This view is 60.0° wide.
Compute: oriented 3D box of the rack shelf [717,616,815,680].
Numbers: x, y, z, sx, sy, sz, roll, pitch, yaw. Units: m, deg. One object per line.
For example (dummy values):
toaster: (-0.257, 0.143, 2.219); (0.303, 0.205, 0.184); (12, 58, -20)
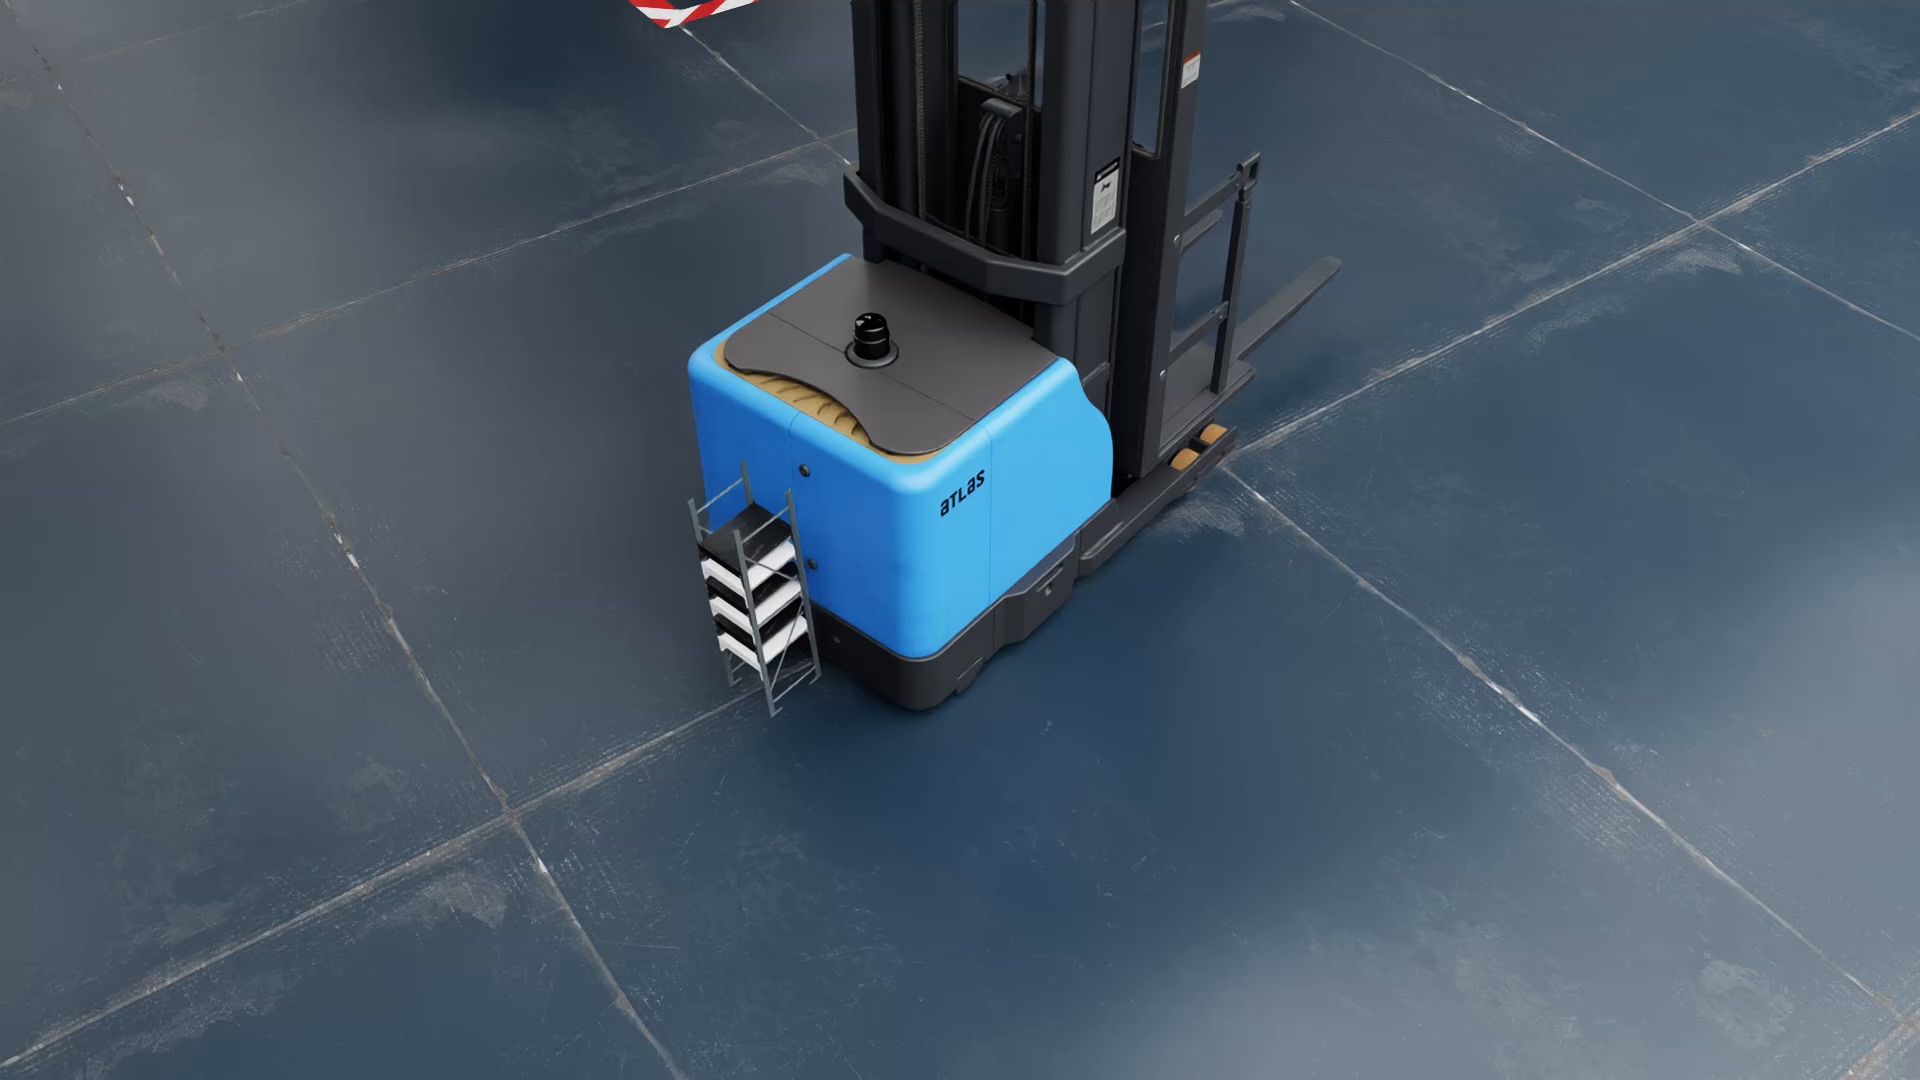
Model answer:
rack shelf: (-0.646, 0.323, 5.557); (0.200, 0.077, 0.258); (32, 55, 29)

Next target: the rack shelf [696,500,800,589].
rack shelf: (-0.665, 0.012, 5.232); (0.200, 0.077, 0.258); (32, 55, 29)

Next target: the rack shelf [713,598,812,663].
rack shelf: (-0.650, 0.260, 5.492); (0.200, 0.077, 0.258); (32, 55, 29)

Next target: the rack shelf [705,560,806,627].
rack shelf: (-0.657, 0.136, 5.362); (0.200, 0.077, 0.258); (32, 55, 29)

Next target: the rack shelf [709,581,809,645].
rack shelf: (-0.653, 0.198, 5.427); (0.200, 0.077, 0.258); (32, 55, 29)

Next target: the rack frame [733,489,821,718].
rack frame: (-0.579, 0.222, 5.354); (0.006, 0.900, 0.240); (32, 55, 29)

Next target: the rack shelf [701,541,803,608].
rack shelf: (-0.661, 0.074, 5.297); (0.200, 0.077, 0.258); (32, 55, 29)

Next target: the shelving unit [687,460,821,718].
shelving unit: (-0.655, 0.175, 5.403); (0.210, 0.900, 0.258); (32, 55, 29)

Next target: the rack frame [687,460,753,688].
rack frame: (-0.731, 0.129, 5.452); (0.006, 0.900, 0.240); (32, 55, 29)

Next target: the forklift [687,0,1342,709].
forklift: (0.432, -1.448, 5.644); (1.130, 2.935, 3.031); (30, 51, 27)
